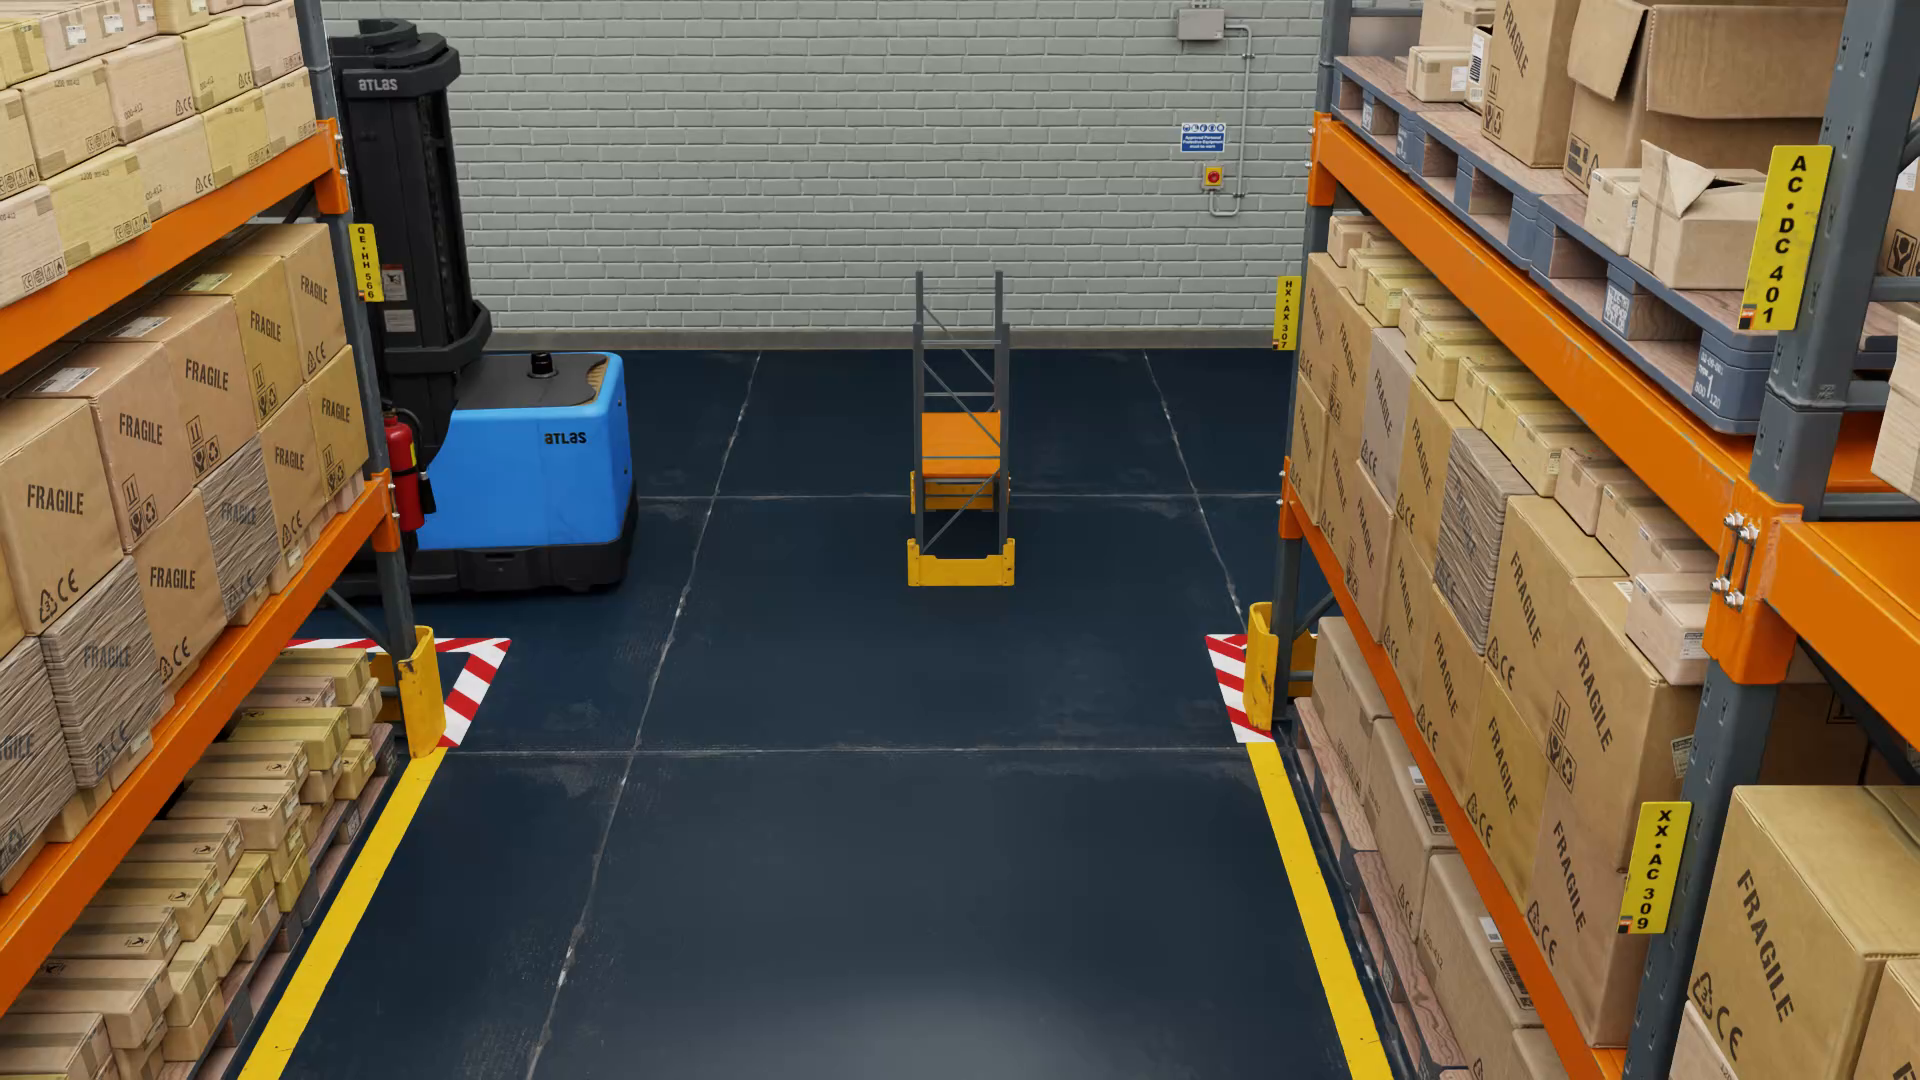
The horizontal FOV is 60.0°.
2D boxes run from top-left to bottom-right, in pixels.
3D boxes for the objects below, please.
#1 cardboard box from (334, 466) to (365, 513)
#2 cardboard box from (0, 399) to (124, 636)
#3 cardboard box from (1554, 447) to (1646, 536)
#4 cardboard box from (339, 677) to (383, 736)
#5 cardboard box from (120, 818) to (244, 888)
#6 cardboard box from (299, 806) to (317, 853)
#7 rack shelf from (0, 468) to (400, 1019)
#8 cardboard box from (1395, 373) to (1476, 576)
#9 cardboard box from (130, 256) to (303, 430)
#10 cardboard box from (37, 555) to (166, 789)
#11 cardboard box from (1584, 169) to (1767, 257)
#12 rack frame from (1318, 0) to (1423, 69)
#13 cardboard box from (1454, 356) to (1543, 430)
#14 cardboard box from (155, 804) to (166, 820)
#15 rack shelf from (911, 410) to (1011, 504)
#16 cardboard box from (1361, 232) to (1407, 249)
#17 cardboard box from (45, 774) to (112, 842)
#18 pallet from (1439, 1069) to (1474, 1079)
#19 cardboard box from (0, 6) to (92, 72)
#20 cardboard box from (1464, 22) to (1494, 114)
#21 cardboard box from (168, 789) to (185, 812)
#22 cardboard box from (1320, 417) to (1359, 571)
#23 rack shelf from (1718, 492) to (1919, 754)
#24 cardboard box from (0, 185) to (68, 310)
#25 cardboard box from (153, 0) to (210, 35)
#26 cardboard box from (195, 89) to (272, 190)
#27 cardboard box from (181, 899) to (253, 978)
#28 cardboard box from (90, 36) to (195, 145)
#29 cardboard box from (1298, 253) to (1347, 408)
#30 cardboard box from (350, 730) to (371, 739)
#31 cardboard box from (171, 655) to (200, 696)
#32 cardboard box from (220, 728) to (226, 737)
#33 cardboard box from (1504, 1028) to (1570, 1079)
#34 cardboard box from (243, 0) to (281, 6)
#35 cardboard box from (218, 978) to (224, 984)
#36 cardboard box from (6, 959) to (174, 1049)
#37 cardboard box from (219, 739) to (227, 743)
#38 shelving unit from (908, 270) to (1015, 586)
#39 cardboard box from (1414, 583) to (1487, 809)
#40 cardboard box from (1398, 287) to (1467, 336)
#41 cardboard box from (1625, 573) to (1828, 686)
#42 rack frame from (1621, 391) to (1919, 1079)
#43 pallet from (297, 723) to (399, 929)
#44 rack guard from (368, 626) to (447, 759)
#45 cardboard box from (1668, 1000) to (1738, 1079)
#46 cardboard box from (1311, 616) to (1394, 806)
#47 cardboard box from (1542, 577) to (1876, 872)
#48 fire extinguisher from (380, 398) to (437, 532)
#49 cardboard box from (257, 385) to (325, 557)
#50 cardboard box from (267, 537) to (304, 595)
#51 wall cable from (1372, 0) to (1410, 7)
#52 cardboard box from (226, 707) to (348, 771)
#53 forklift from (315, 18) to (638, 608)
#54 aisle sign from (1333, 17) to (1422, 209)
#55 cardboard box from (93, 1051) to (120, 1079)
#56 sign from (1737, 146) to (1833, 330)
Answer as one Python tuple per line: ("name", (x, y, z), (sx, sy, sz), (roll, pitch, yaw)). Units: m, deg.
("cardboard box", (-2.711, -0.226, 6.915), (0.380, 0.149, 0.250), (0, 24, 0))
("cardboard box", (-2.710, -0.071, 4.571), (0.500, 0.500, 0.500), (0, 24, 0))
("cardboard box", (1.766, -0.128, 4.271), (0.380, 0.149, 0.250), (0, 24, -1))
("cardboard box", (-2.706, 0.714, 7.119), (0.380, 0.149, 0.250), (-1, 24, -2))
("cardboard box", (-2.773, 1.116, 5.870), (0.380, 0.149, 0.250), (-1, 24, -2))
("cardboard box", (-2.746, 1.166, 6.482), (0.380, 0.149, 0.250), (0, 24, 0))
("rack shelf", (-2.975, 0.678, 5.484), (1.077, 0.370, 4.000), (0, 24, -1))
("cardboard box", (1.704, -0.209, 5.238), (0.500, 0.500, 0.500), (0, 24, 0))
("cardboard box", (-2.738, -0.714, 5.994), (0.500, 0.500, 0.500), (-1, 24, -2))
("cardboard box", (-2.689, 0.376, 4.795), (0.500, 0.500, 0.500), (-1, 24, -2))
("cardboard box", (1.665, -0.749, 3.801), (0.380, 0.149, 0.250), (0, 24, 1))
("rack frame", (1.952, -3.271, 6.063), (1.000, 3.000, 0.127), (0, 24, -1))
("cardboard box", (1.705, -0.440, 4.961), (0.380, 0.149, 0.250), (0, 24, -1))
("cardboard box", (-3.316, 1.035, 6.411), (0.380, 0.149, 0.250), (0, 24, 1))
("rack shelf", (0.001, -0.484, 9.437), (0.538, 0.185, 1.000), (0, 24, -1))
("cardboard box", (1.753, -1.079, 6.375), (0.380, 0.149, 0.250), (0, 24, 1))
("cardboard box", (-2.696, 0.739, 4.782), (0.380, 0.149, 0.250), (0, 24, 0))
("pallet", (2.065, 2.067, 4.923), (1.003, 0.211, 1.213), (0, 24, -1))
("cardboard box", (-2.705, -1.412, 4.683), (0.380, 0.149, 0.250), (-1, 24, -2))
("cardboard box", (1.918, -1.484, 5.228), (0.500, 0.311, 0.500), (0, 24, 0))
("cardboard box", (-2.799, 1.040, 6.400), (0.380, 0.149, 0.250), (-1, 24, -1))
("cardboard box", (1.703, -0.176, 6.378), (0.500, 0.500, 0.500), (-1, 24, -1))
("rack shelf", (2.017, 0.896, 1.363), (1.077, 0.370, 4.000), (0, 24, -1))
("cardboard box", (-2.695, -0.737, 4.282), (0.500, 0.250, 0.500), (1, 24, 2))
("cardboard box", (-2.680, -1.730, 5.386), (0.380, 0.149, 0.250), (0, 24, 0))
("cardboard box", (-2.715, -1.376, 5.694), (0.500, 0.250, 0.500), (0, 24, 0))
("cardboard box", (-2.665, 1.361, 5.690), (0.380, 0.149, 0.250), (0, 24, 0))
("cardboard box", (-2.728, -1.390, 5.118), (0.500, 0.250, 0.500), (0, 24, 0))
("cardboard box", (1.672, -0.840, 6.632), (0.500, 0.500, 0.500), (-1, 24, -2))
("cardboard box", (-2.783, 0.850, 7.181), (0.380, 0.149, 0.250), (0, 24, 0))
("cardboard box", (-2.766, 0.414, 5.499), (0.380, 0.149, 0.250), (0, 24, 0))
("cardboard box", (-3.248, 0.715, 7.118), (0.380, 0.149, 0.250), (1, 24, 2))
("cardboard box", (2.096, 1.827, 4.669), (0.875, 0.438, 0.875), (-1, 24, -1))
("cardboard box", (-2.700, -2.046, 6.085), (0.380, 0.149, 0.250), (0, 24, -1))
("cardboard box", (-2.770, 1.488, 5.770), (0.380, 0.149, 0.250), (0, 24, 1))
("cardboard box", (-2.693, 1.438, 5.159), (0.380, 0.149, 0.250), (0, 24, 1))
("cardboard box", (-3.227, 0.959, 6.941), (0.380, 0.149, 0.250), (0, 24, -1))
("shelving unit", (0.001, -0.652, 9.371), (0.587, 1.500, 1.083), (0, 24, -1))
("cardboard box", (1.703, 0.456, 4.981), (0.500, 0.500, 0.500), (-1, 24, -1))
("cardboard box", (1.717, -0.755, 5.658), (0.380, 0.149, 0.250), (0, 24, 0))
("cardboard box", (1.674, 0.188, 3.572), (0.380, 0.149, 0.250), (-1, 24, -2))
("rack frame", (1.995, 1.110, 3.655), (1.000, 3.000, 0.127), (0, 24, -1))
("pallet", (-3.023, 1.163, 6.923), (1.003, 0.211, 1.213), (0, 24, -1))
("rack guard", (-2.996, 0.696, 7.604), (1.175, 0.500, 0.348), (0, 24, -1))
("cardboard box", (1.718, 1.134, 3.179), (0.500, 0.250, 0.500), (-1, 24, -2))
("cardboard box", (2.059, 0.710, 7.140), (0.875, 0.438, 0.875), (-1, 24, -2))
("cardboard box", (1.714, 0.416, 3.855), (0.500, 0.500, 0.500), (0, 24, -1))
("fire extinguisher", (-2.538, -0.375, 7.485), (0.296, 0.674, 0.183), (0, 24, -1))
("cardboard box", (-2.734, -0.259, 6.200), (0.500, 0.500, 0.500), (-1, 24, -1))
("cardboard box", (-2.702, 0.085, 6.228), (0.380, 0.149, 0.250), (0, 24, 1))
("wall cable", (3.285, -3.335, 12.252), (0.588, 1.984, 0.122), (0, 24, -1))
("cardboard box", (-2.663, 0.790, 6.592), (0.380, 0.149, 0.250), (-1, 24, -2))
("forklift", (-3.388, -1.193, 8.831), (3.031, 2.935, 1.130), (-2, 24, -5))
("aisle sign", (1.661, -1.751, 6.826), (0.394, 0.787, 0.004), (0, 24, -1))
("cardboard box", (-2.769, 1.680, 4.984), (0.380, 0.149, 0.250), (-1, 24, -3))
("sign", (1.440, -0.525, 2.907), (0.100, 0.325, 0.005), (0, 24, -1))
